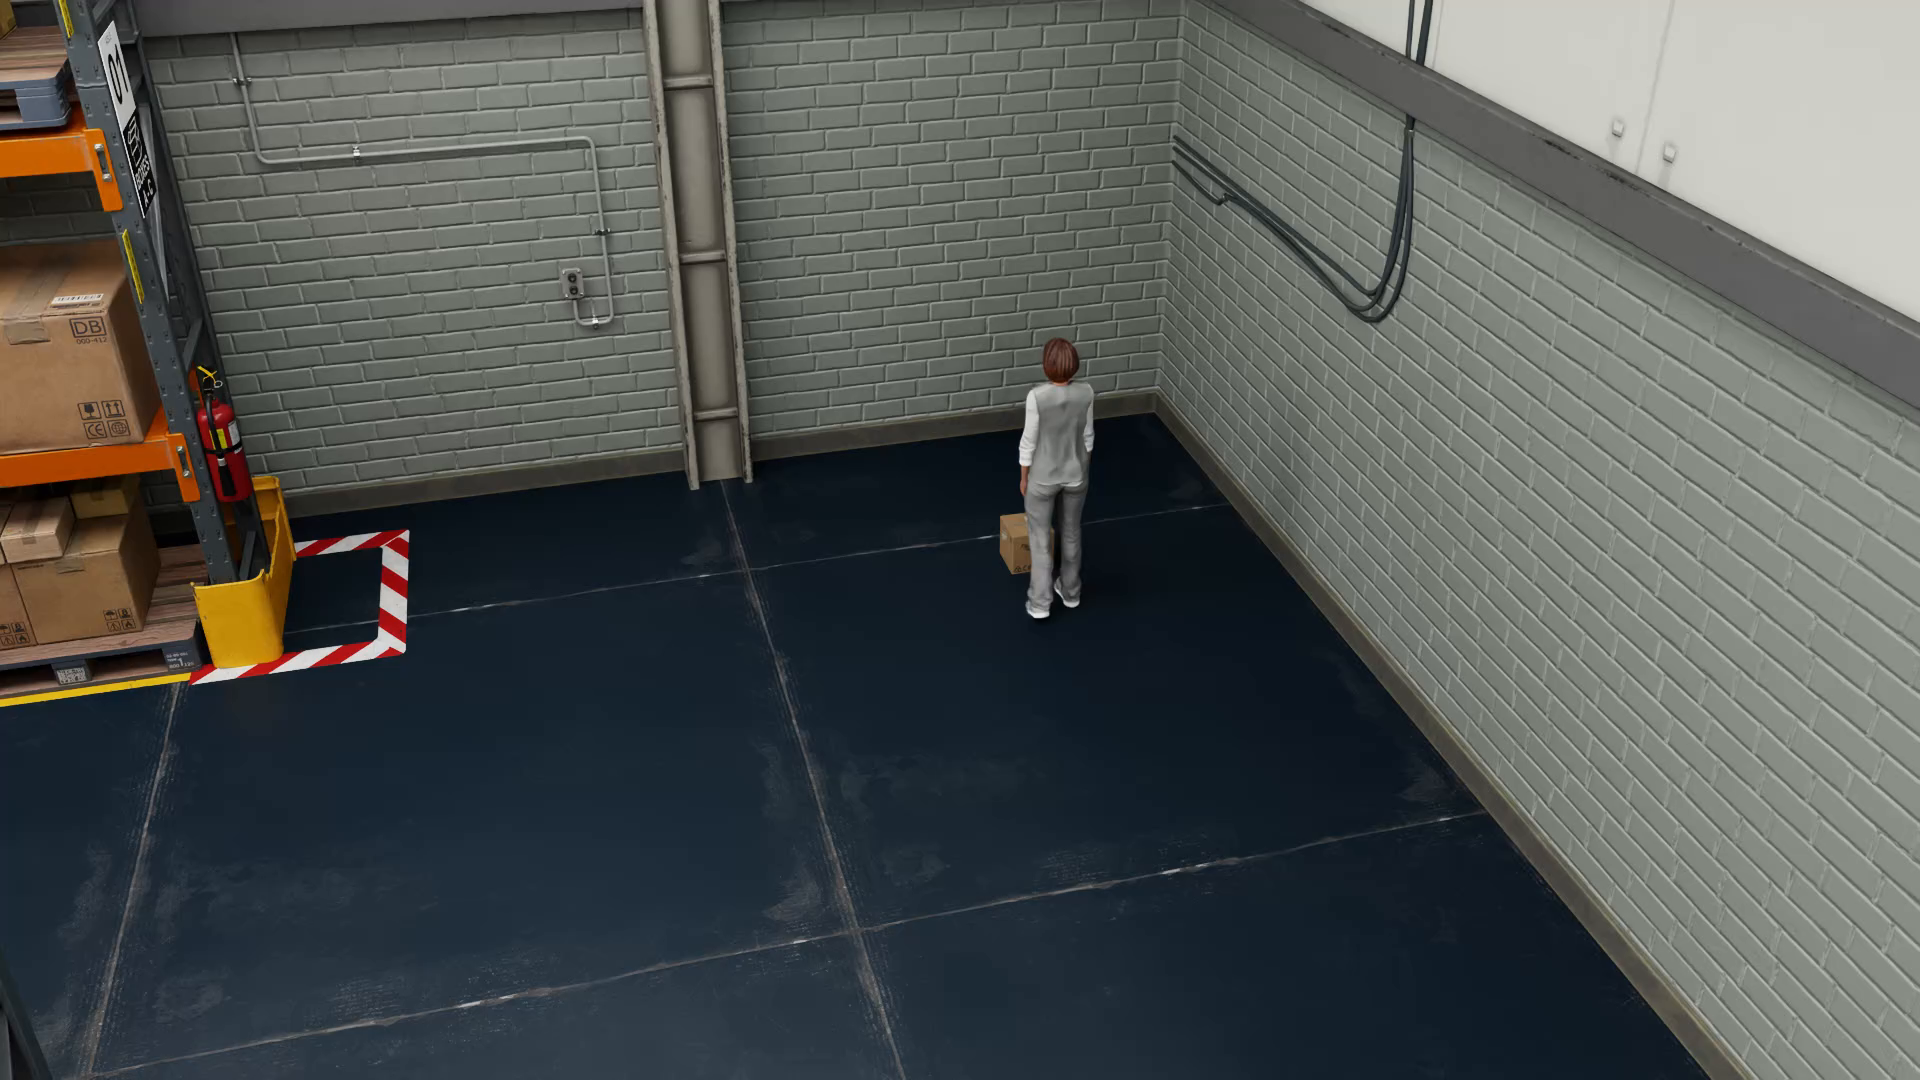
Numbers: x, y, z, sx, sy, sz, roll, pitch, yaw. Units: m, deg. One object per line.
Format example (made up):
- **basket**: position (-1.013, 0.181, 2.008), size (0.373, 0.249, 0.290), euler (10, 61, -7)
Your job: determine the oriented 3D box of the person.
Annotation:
- **person**: position (0.503, -0.317, 8.802), size (0.410, 1.632, 0.371), euler (-7, 31, -12)
